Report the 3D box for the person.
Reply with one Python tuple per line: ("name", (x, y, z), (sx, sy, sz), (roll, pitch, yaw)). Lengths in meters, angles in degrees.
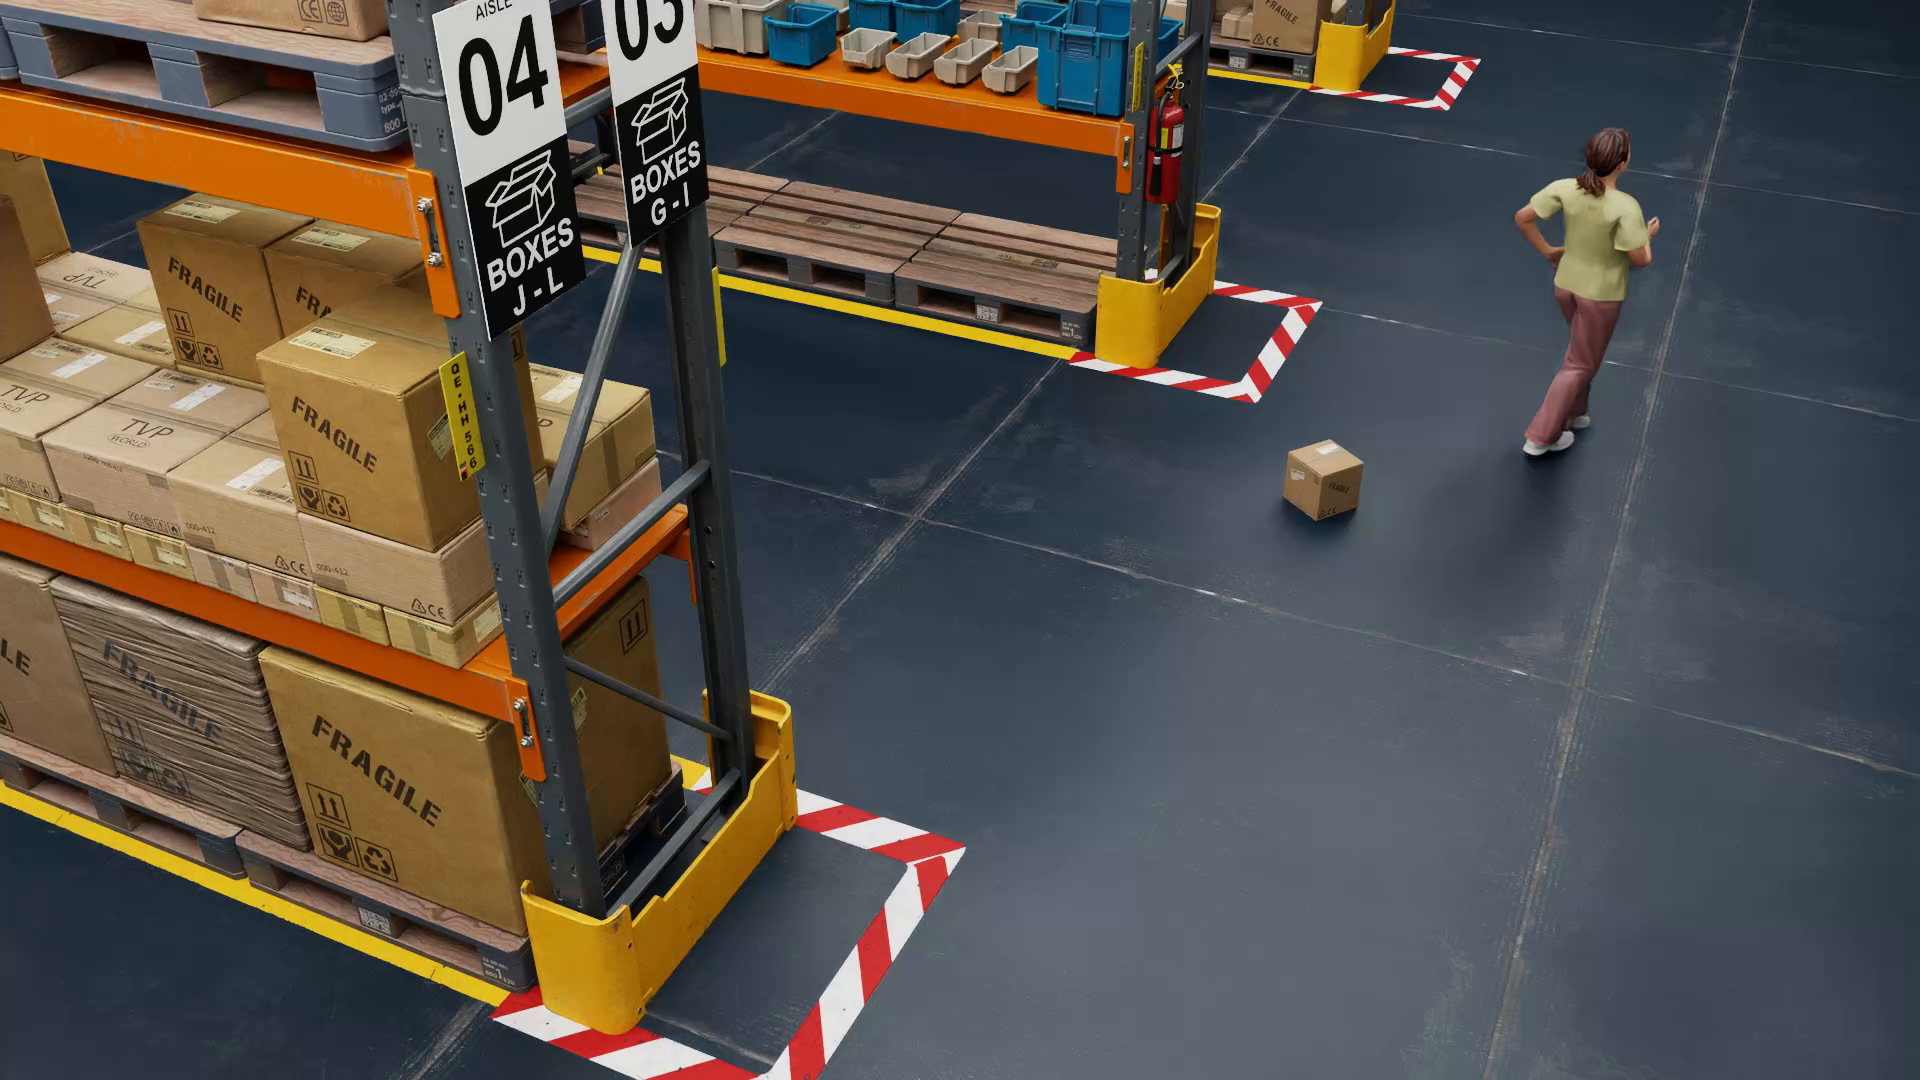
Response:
("person", (3.006, -1.170, 7.902), (0.643, 1.687, 0.590), (-17, 38, -24))
